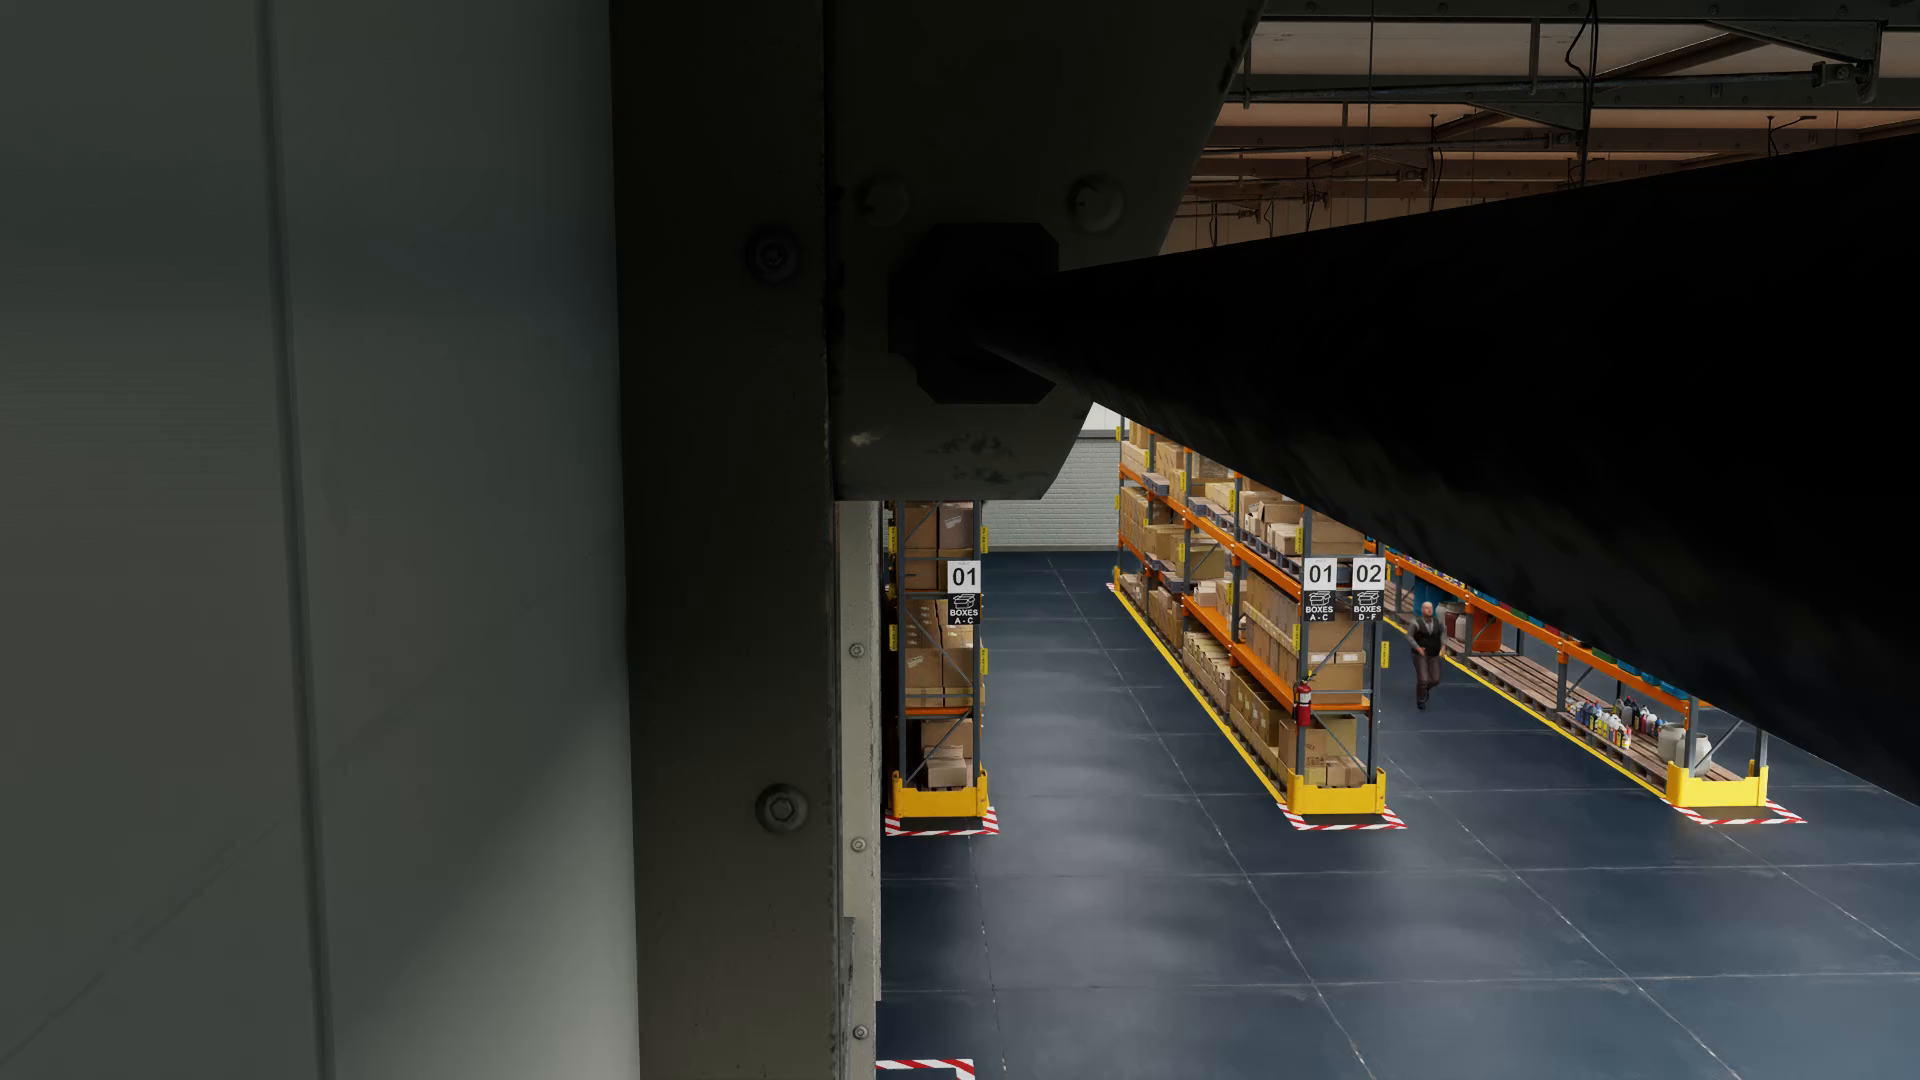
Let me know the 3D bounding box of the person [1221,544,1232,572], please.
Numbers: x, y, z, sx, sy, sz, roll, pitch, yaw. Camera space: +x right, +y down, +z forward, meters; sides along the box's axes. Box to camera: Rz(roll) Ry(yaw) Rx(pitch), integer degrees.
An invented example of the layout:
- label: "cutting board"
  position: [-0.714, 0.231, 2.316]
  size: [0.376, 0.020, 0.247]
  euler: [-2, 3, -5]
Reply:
- label: "person"
  position: [5.806, 0.265, 36.223]
  size: [0.724, 1.736, 0.900]
  euler: [-4, 9, -26]

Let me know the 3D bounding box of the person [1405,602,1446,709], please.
- label: "person"
  position: [7.267, 1.788, 25.894]
  size: [0.692, 1.680, 0.599]
  euler: [-1, 8, -6]
